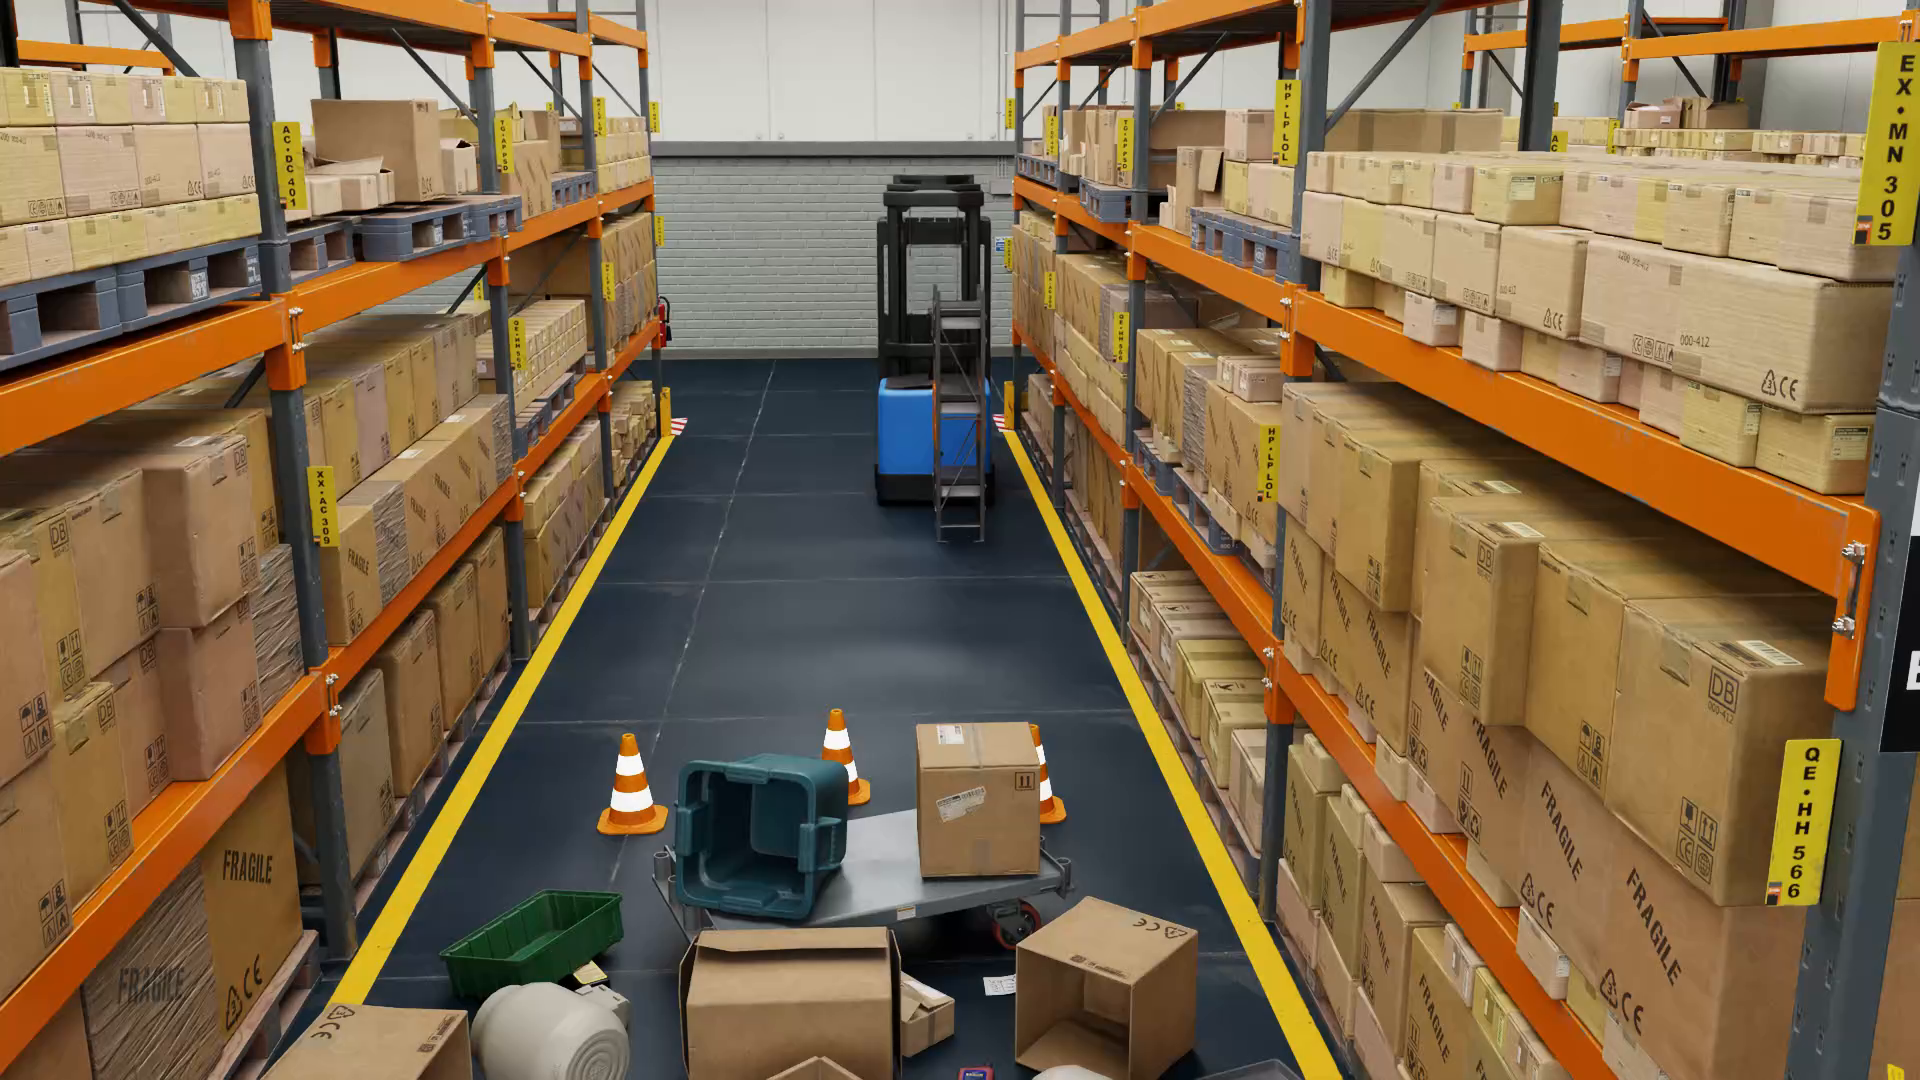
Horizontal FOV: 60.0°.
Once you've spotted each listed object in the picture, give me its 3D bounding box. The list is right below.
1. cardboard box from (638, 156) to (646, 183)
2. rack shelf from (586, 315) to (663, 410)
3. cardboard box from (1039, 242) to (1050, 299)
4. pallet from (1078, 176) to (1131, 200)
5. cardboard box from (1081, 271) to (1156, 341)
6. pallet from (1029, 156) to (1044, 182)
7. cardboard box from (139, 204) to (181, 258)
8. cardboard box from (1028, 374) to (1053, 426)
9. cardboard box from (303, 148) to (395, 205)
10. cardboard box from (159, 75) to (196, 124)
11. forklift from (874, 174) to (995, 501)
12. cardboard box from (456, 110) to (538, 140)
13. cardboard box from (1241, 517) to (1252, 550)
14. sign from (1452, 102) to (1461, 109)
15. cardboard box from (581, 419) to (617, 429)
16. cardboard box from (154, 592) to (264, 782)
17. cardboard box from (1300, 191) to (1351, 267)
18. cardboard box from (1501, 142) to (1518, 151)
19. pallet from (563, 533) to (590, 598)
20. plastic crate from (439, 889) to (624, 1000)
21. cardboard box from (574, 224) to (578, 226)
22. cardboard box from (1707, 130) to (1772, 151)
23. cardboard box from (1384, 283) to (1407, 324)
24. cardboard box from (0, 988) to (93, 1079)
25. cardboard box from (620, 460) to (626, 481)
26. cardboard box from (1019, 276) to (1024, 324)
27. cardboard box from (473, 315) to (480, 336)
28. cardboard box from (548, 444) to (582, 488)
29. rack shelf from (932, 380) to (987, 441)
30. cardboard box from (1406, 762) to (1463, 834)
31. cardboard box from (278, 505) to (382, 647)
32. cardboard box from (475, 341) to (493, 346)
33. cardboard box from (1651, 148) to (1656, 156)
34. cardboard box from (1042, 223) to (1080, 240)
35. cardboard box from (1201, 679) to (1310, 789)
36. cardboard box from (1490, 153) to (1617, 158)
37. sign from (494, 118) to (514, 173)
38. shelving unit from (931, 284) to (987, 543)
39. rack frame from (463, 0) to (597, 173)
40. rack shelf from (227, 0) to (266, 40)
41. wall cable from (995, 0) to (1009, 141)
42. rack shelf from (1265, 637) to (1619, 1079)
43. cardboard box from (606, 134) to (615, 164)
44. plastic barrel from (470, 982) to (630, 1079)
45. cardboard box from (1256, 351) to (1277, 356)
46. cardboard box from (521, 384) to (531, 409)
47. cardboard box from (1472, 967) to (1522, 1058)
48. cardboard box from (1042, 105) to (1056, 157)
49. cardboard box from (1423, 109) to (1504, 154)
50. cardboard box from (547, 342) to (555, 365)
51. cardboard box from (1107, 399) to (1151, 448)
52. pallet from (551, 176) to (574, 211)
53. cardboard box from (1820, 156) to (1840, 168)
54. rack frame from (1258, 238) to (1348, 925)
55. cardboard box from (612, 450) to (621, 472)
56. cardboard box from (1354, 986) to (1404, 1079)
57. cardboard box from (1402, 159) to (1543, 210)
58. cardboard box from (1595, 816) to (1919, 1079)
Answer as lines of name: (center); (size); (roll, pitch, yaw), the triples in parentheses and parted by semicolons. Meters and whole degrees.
cardboard box: (-3.501, -3.794, 17.033); (0.500, 0.250, 0.500); (-1, 14, -3)
rack shelf: (-3.708, -1.804, 16.461); (1.077, 0.370, 4.000); (-1, 14, -3)
cardboard box: (1.022, -2.528, 15.626); (0.500, 0.500, 0.500); (-1, 14, -4)
pallet: (1.456, -2.889, 13.600); (0.805, 0.209, 1.217); (-1, 15, -6)
cardboard box: (1.217, -1.796, 12.779); (0.500, 0.500, 0.500); (-1, 14, -4)
pallet: (1.238, -3.672, 16.438); (1.003, 0.211, 1.213); (-1, 14, -3)
cardboard box: (-2.698, -0.972, 5.225); (0.380, 0.149, 0.250); (-1, 14, -3)
cardboard box: (1.243, -1.551, 18.334); (0.875, 0.438, 0.875); (-1, 14, -5)
cardboard box: (-2.993, -1.773, 8.105); (0.396, 0.266, 0.258); (-1, 14, -3)
cardboard box: (-2.717, -1.423, 5.378); (0.380, 0.149, 0.250); (-1, 14, -4)
forklift: (-0.252, -2.088, 16.259); (1.130, 2.935, 3.031); (0, 14, -1)
cardboard box: (-3.619, -2.975, 12.498); (0.797, 0.503, 0.637); (-1, 14, -4)
cardboard box: (1.540, -0.038, 7.816); (0.380, 0.149, 0.250); (-1, 14, -5)
sign: (5.515, -4.696, 18.486); (0.100, 0.325, 0.005); (-1, 14, -3)
cardboard box: (-3.460, -1.051, 15.775); (0.380, 0.149, 0.250); (-1, 14, -5)
cardboard box: (-2.997, 0.490, 5.801); (0.875, 0.550, 0.550); (-1, 14, -3)
cardboard box: (1.600, -1.177, 6.266); (0.500, 0.250, 0.500); (-1, 14, -5)
cardboard box: (5.882, -3.985, 17.178); (0.500, 0.250, 0.500); (-1, 14, -5)
pallet: (-3.456, 0.193, 12.851); (1.003, 0.211, 1.213); (-1, 14, -3)
plastic crate: (-1.770, 1.692, 6.959); (0.450, 0.188, 0.662); (-4, 11, 28)
cardboard box: (-3.986, -2.829, 16.197); (0.500, 0.500, 0.500); (-1, 14, -5)
cardboard box: (6.039, -3.098, 12.890); (0.380, 0.149, 0.250); (-1, 14, -3)
cardboard box: (1.682, -0.828, 5.708); (0.380, 0.149, 0.250); (0, 14, -2)
cardboard box: (-3.005, 1.769, 4.554); (0.875, 0.875, 0.875); (-1, 14, -4)
cardboard box: (-3.302, -0.639, 15.370); (0.380, 0.149, 0.250); (0, 14, -2)
cardboard box: (0.905, -2.550, 17.719); (0.500, 0.500, 0.500); (-1, 14, -4)
cardboard box: (-3.953, -1.661, 12.929); (0.380, 0.149, 0.250); (-1, 14, -4)
cardboard box: (-3.220, -0.570, 12.892); (0.500, 0.250, 0.500); (-2, 15, -6)
rack shelf: (-0.010, -1.045, 13.928); (0.431, 0.518, 0.480); (-1, 14, -3)
cardboard box: (1.659, 0.819, 5.329); (0.380, 0.149, 0.250); (-1, 14, -4)
cardboard box: (-2.852, 0.151, 7.218); (0.500, 0.500, 0.500); (-1, 14, -3)
cardboard box: (-3.202, -1.276, 11.432); (0.380, 0.149, 0.250); (-1, 14, -4)
cardboard box: (6.021, -3.210, 13.923); (0.380, 0.149, 0.250); (-1, 14, -3)
cardboard box: (0.997, -2.994, 16.133); (0.380, 0.149, 0.250); (-1, 14, -5)
cardboard box: (1.763, 0.993, 8.577); (0.950, 0.372, 0.625); (0, 14, 0)
cardboard box: (2.176, -1.345, 6.118); (0.380, 0.149, 0.250); (-1, 14, -5)
sign: (-2.782, -2.408, 10.149); (0.100, 0.325, 0.005); (-1, 14, -3)
shelving unit: (-0.010, -1.058, 13.925); (0.431, 2.100, 0.503); (-1, 14, -3)
rack frame: (-3.584, -4.560, 13.691); (1.000, 3.000, 0.127); (-1, 14, -3)
rack shelf: (-2.964, -1.531, 4.164); (1.077, 0.370, 4.000); (-1, 14, -3)
wall cable: (0.469, -7.067, 23.433); (0.463, 3.000, 0.029); (-1, 14, -3)
rack shelf: (1.970, 1.079, 5.257); (1.077, 0.370, 4.000); (-1, 14, -3)
cardboard box: (-3.400, -3.524, 14.983); (0.500, 0.250, 0.500); (-1, 14, -4)
plastic barrel: (-1.487, 1.841, 6.022); (0.512, 0.421, 0.421); (10, 18, 35)
cardboard box: (1.979, -0.795, 9.455); (0.500, 0.500, 0.500); (-2, 15, -7)
cardboard box: (-3.196, -0.990, 11.516); (0.380, 0.149, 0.250); (0, 14, -1)
cardboard box: (1.682, 1.331, 4.703); (0.380, 0.149, 0.250); (-1, 14, -3)
cardboard box: (1.078, -4.000, 16.291); (0.500, 0.500, 0.500); (-1, 14, -2)
cardboard box: (2.169, -1.868, 7.701); (0.500, 0.250, 0.500); (-1, 14, -5)
cardboard box: (-3.268, -1.396, 12.498); (0.380, 0.149, 0.250); (0, 14, -1)
cardboard box: (1.308, -0.811, 11.459); (0.500, 0.250, 0.500); (-1, 14, -5)
pallet: (-3.585, -2.604, 12.483); (1.213, 0.211, 1.003); (-1, 14, -3)
cardboard box: (6.302, -2.627, 11.699); (0.380, 0.149, 0.250); (-1, 14, -2)
rack frame: (1.846, 0.233, 7.100); (1.000, 3.000, 0.127); (-1, 14, -3)
cardboard box: (-3.287, -0.717, 15.074); (0.380, 0.149, 0.250); (0, 14, -1)
cardboard box: (1.693, 1.777, 5.776); (0.500, 0.250, 0.500); (-1, 14, -4)
cardboard box: (1.648, -1.144, 5.337); (0.380, 0.149, 0.250); (-1, 14, -5)
cardboard box: (1.785, 0.905, 3.692); (0.500, 0.500, 0.500); (-1, 14, -4)
